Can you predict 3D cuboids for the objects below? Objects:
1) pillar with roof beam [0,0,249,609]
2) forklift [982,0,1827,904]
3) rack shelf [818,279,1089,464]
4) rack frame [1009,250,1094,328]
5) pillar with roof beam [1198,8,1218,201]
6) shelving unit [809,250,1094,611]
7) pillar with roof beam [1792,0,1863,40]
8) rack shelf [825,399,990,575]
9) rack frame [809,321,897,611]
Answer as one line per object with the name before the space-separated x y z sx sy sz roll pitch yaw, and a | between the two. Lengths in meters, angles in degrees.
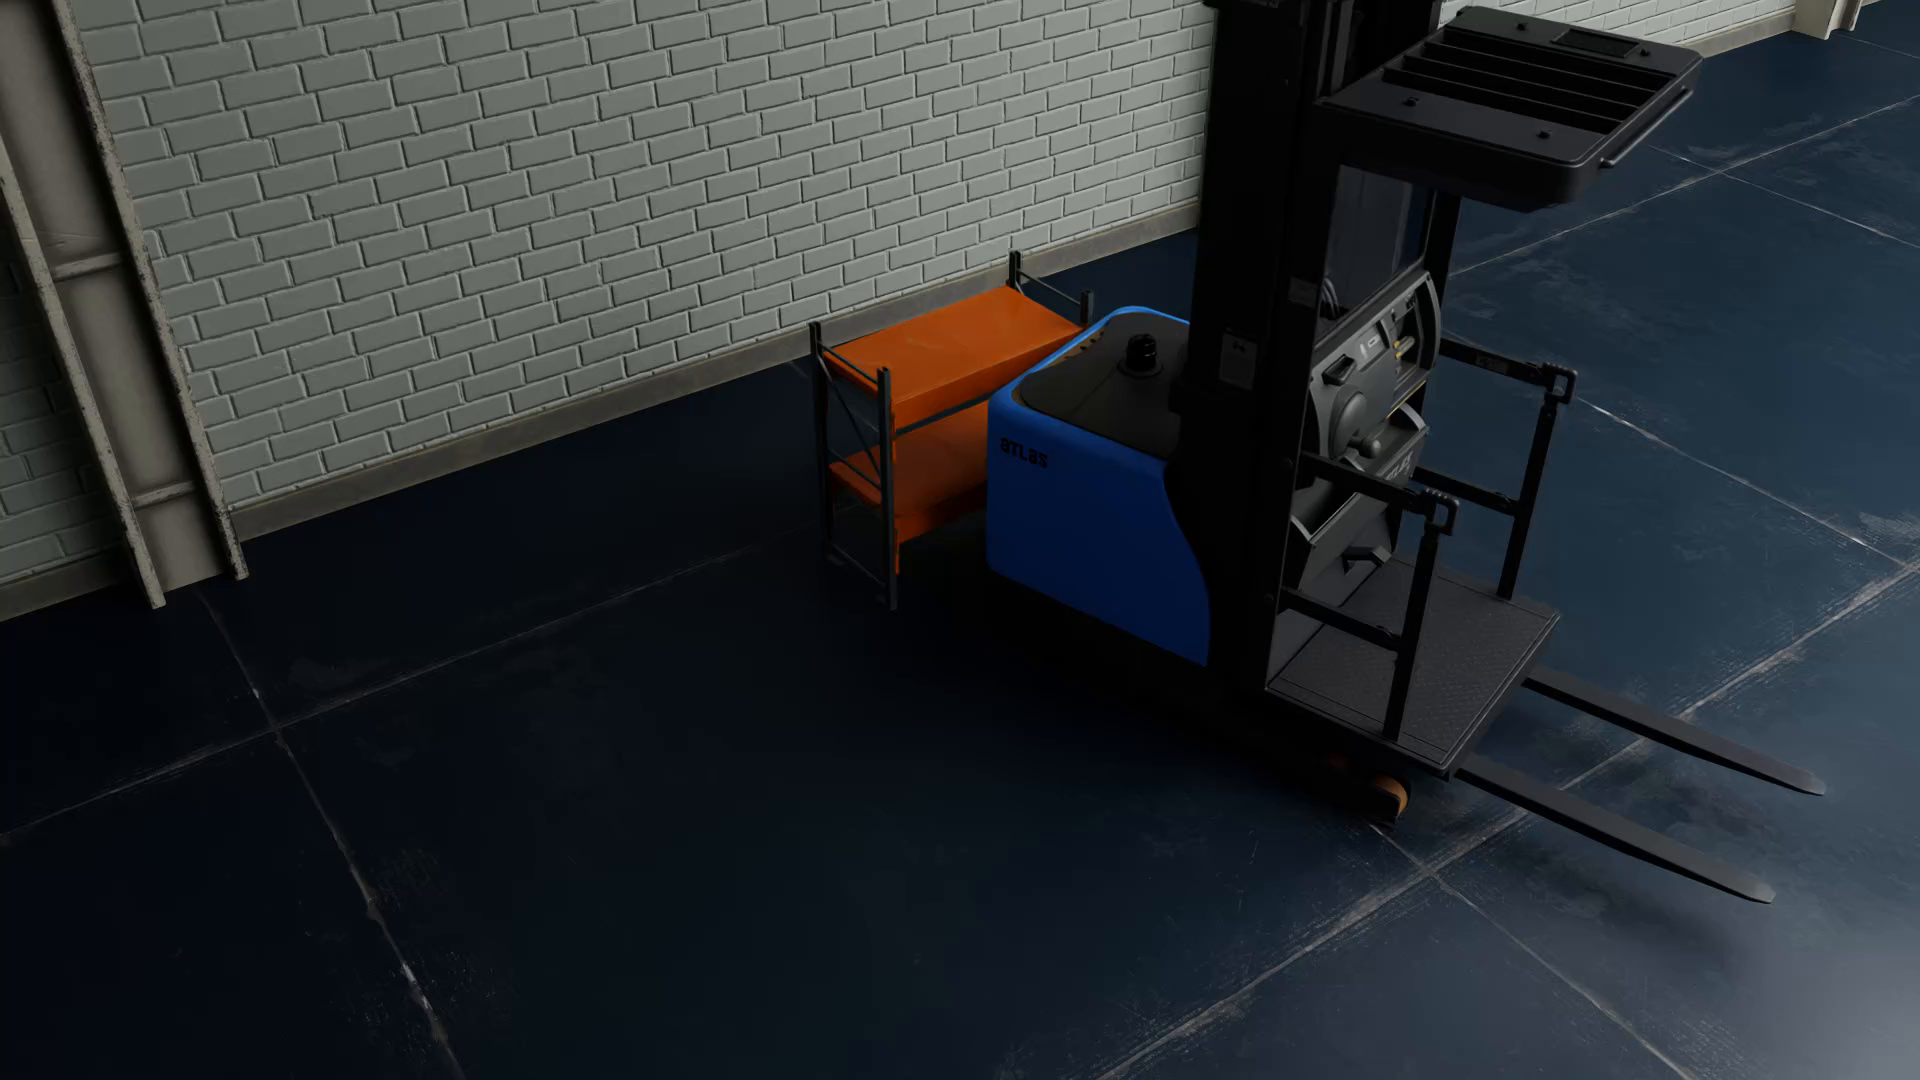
pillar with roof beam | -0.777 -1.452 1.562 0.400 9.000 9.100 -22 41 -28
forklift | 1.567 -0.548 5.501 3.031 2.935 1.130 24 42 29
rack shelf | -0.026 -0.705 6.766 1.000 0.278 0.538 -25 42 -30
rack frame | 0.374 -0.651 7.192 0.032 1.125 0.500 -25 42 -30
pillar with roof beam | 4.127 -3.471 4.368 0.400 9.000 9.100 -22 41 -28
shelving unit | -0.026 -0.468 6.937 1.048 1.125 0.538 -25 42 -30
pillar with roof beam | 9.032 -5.489 7.174 0.400 9.000 9.100 -22 41 -28
rack shelf | -0.026 -0.269 7.080 1.000 0.278 0.538 -25 42 -30
rack frame | -0.425 -0.284 6.682 0.032 1.125 0.500 -25 42 -30
